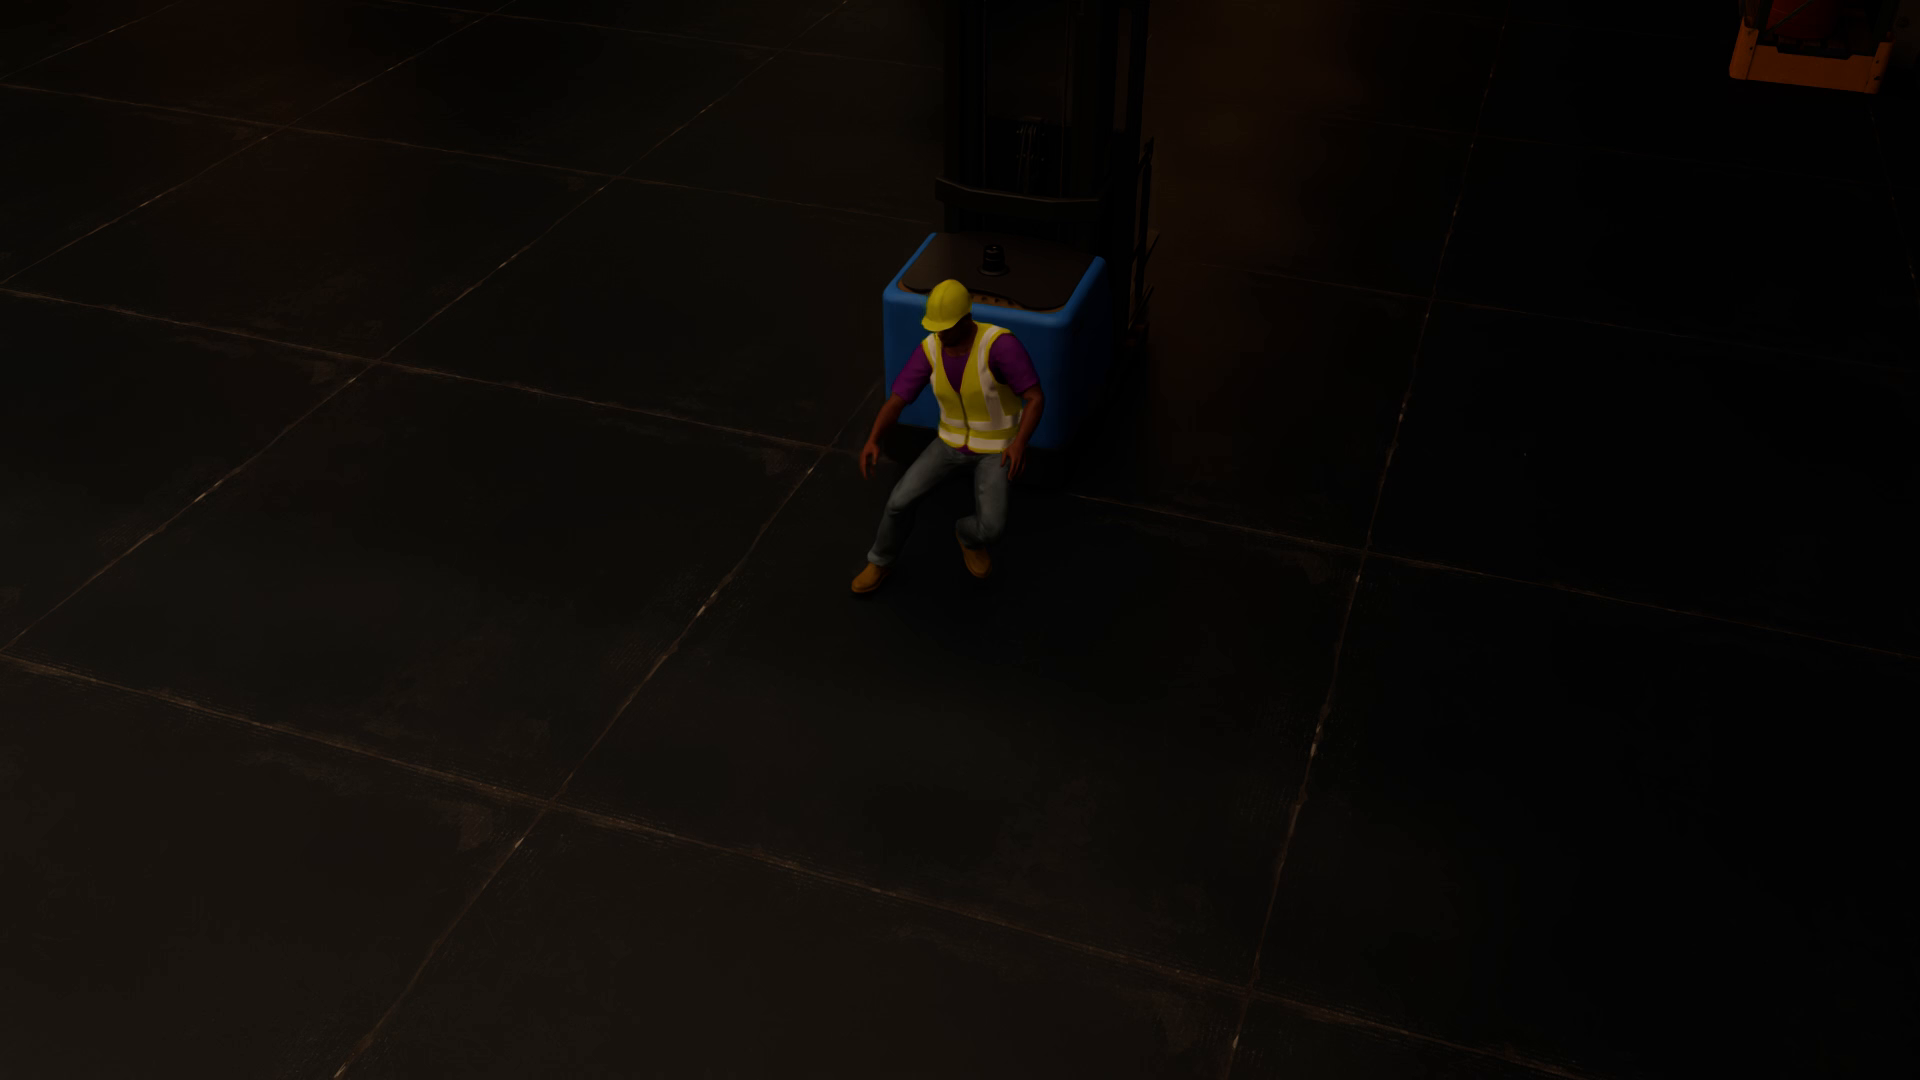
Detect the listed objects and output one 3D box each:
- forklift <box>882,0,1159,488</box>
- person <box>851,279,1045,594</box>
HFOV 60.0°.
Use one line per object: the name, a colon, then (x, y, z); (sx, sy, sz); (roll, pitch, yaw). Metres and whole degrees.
forklift: (0.533, -2.326, 9.392); (1.130, 2.935, 3.031); (11, 37, 15)
person: (-0.053, -0.423, 7.867); (0.856, 1.600, 0.746); (16, 38, 21)
